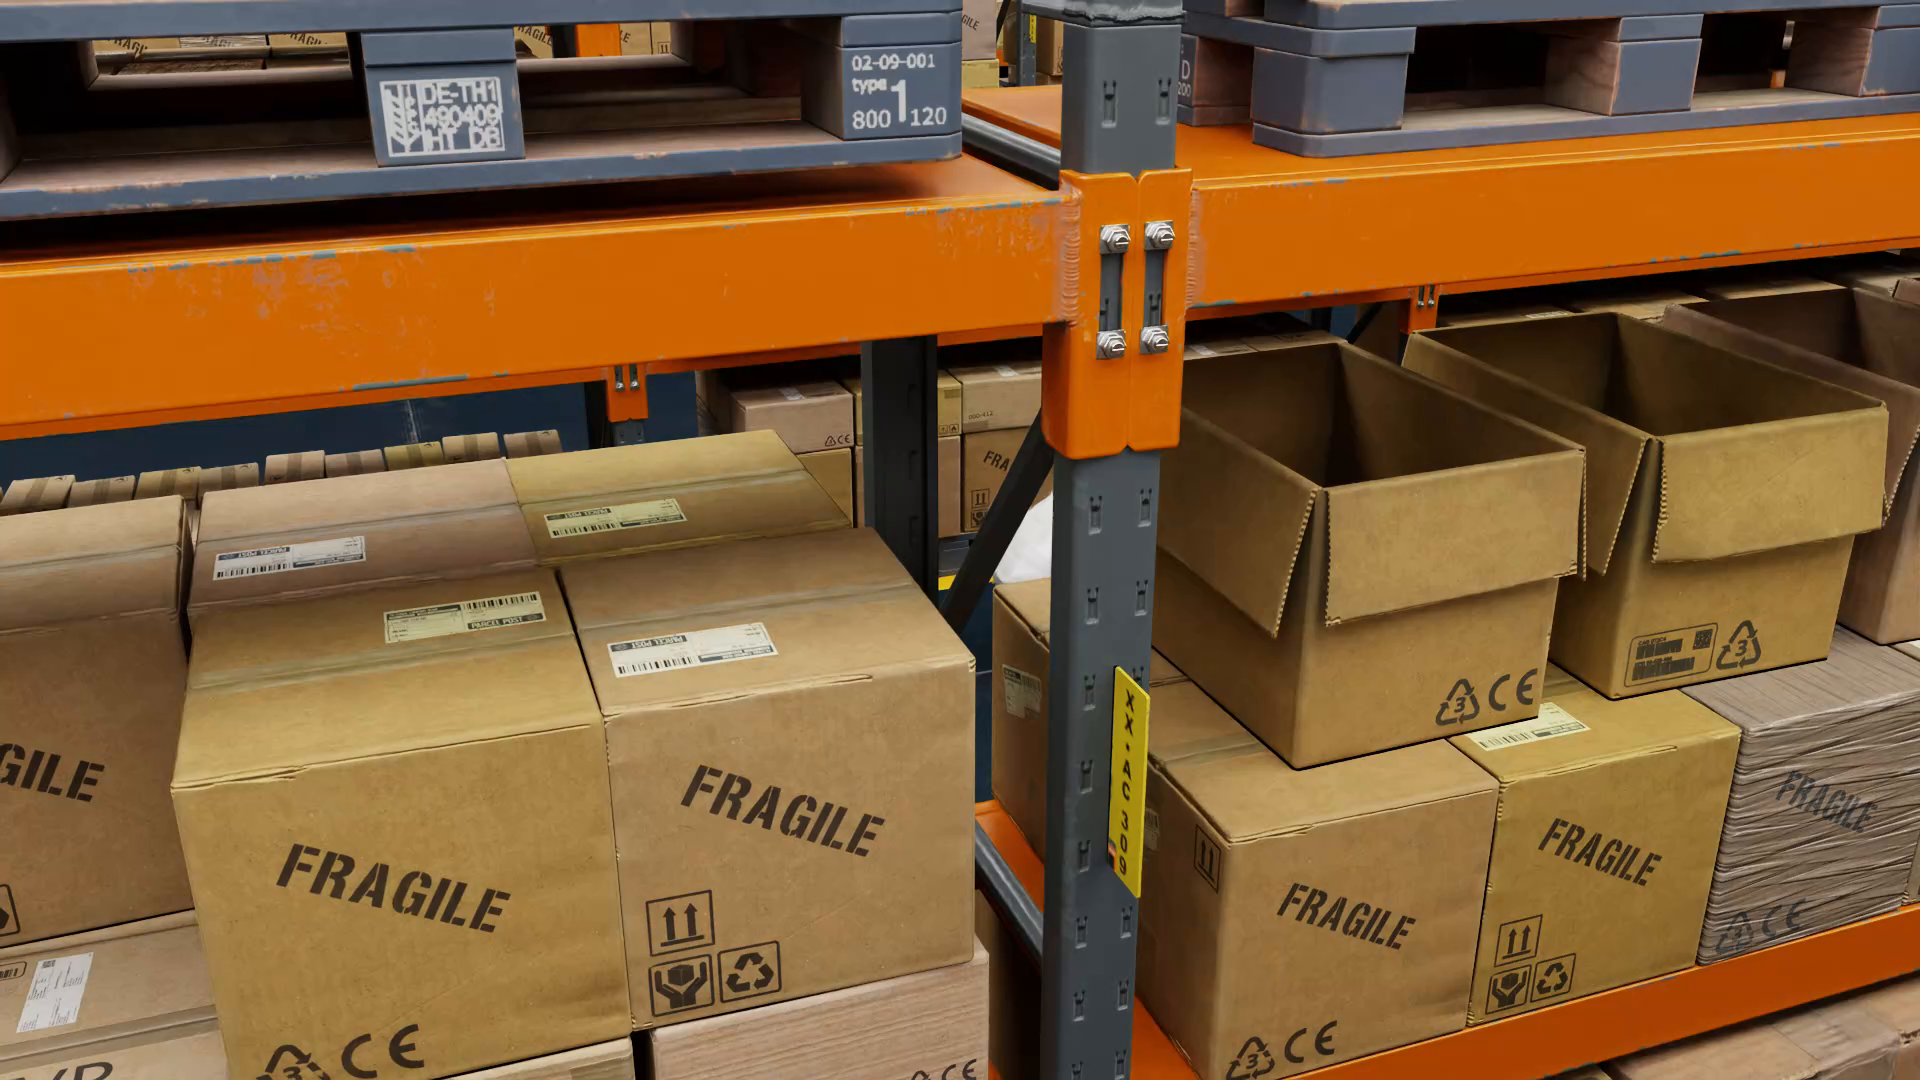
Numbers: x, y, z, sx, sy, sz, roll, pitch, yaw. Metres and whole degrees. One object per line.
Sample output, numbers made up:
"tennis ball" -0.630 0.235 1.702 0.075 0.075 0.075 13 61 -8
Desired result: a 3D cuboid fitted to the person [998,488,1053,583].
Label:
"person" 0.603 0.147 7.020 0.997 0.805 0.501 -9 24 -20
